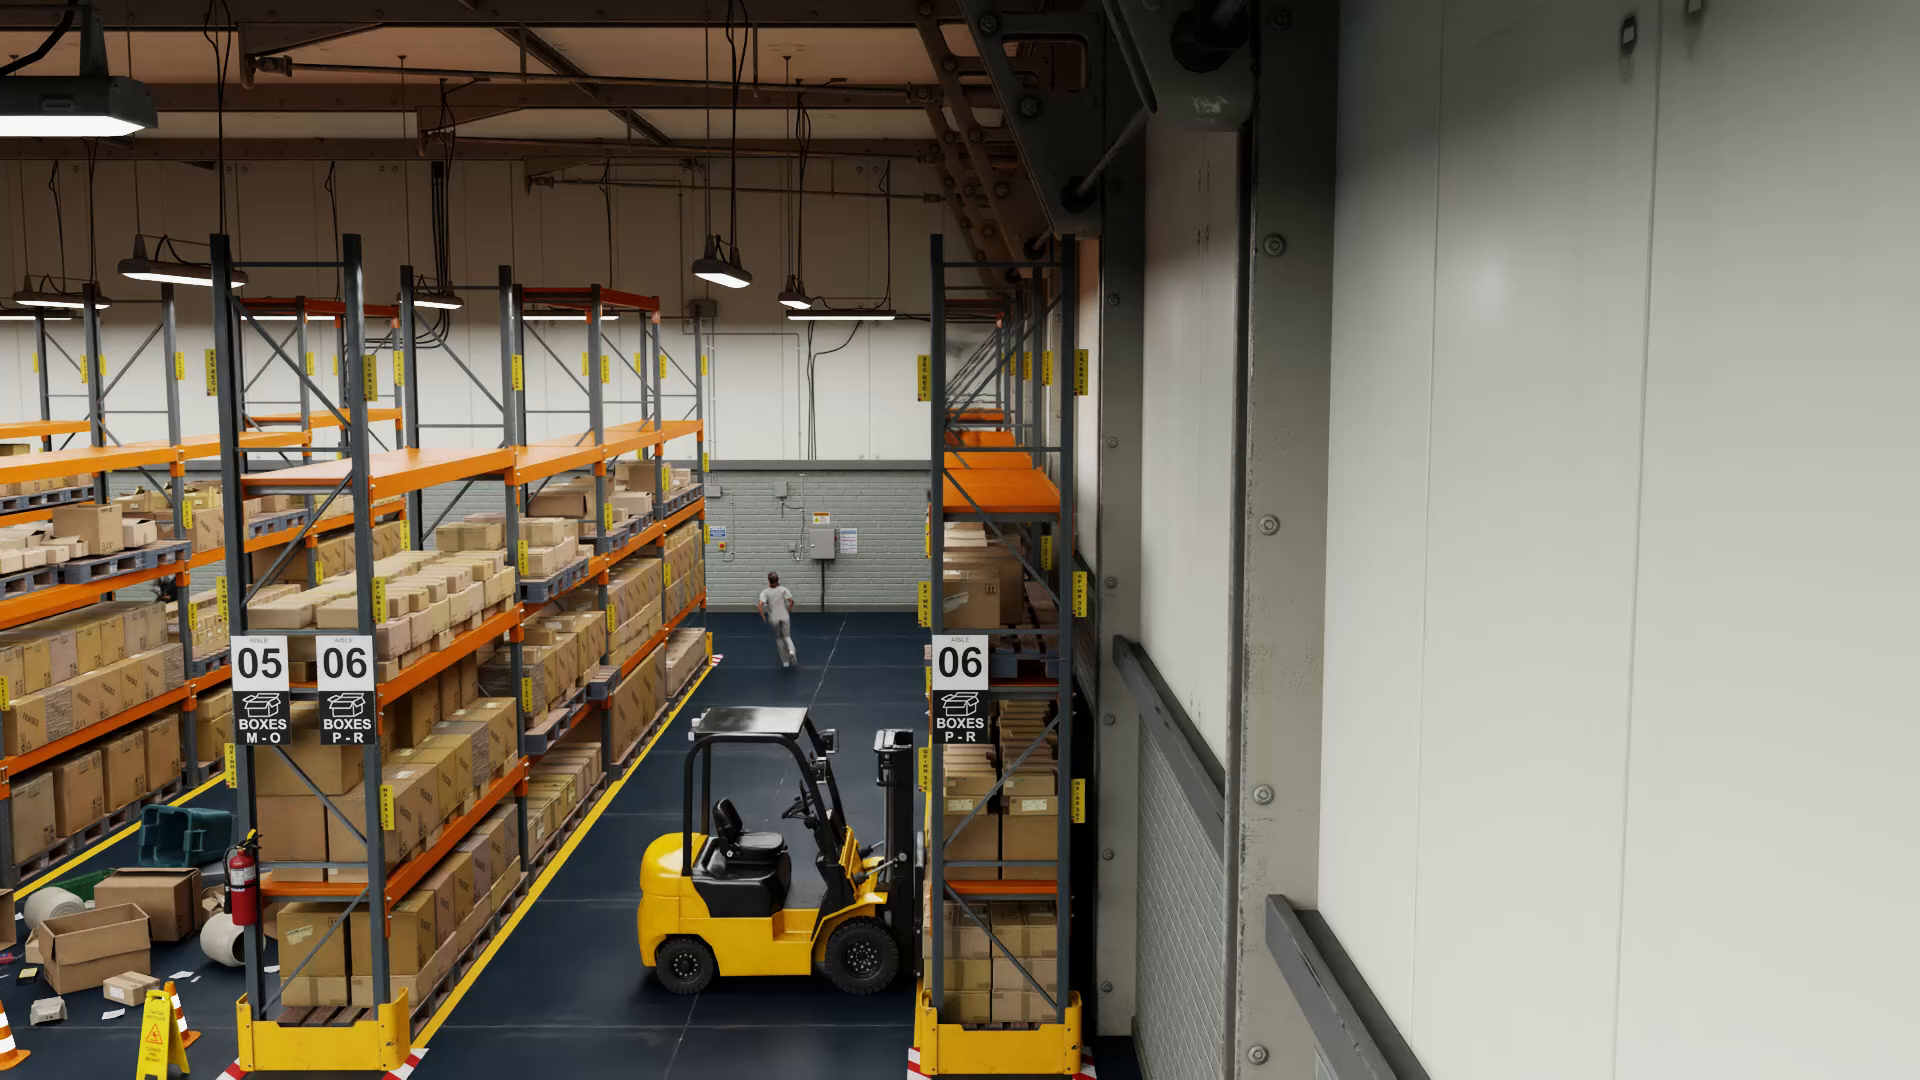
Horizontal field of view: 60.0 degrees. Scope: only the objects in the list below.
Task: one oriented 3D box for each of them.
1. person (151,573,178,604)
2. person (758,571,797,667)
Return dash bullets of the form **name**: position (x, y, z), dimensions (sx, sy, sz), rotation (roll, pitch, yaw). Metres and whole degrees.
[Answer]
- **person**: position (-13.772, 1.120, 29.086), dimensions (0.647, 1.687, 0.604), rotation (-5, 8, -40)
- **person**: position (-3.030, 1.342, 27.492), dimensions (0.614, 1.630, 0.627), rotation (-2, 7, -14)
